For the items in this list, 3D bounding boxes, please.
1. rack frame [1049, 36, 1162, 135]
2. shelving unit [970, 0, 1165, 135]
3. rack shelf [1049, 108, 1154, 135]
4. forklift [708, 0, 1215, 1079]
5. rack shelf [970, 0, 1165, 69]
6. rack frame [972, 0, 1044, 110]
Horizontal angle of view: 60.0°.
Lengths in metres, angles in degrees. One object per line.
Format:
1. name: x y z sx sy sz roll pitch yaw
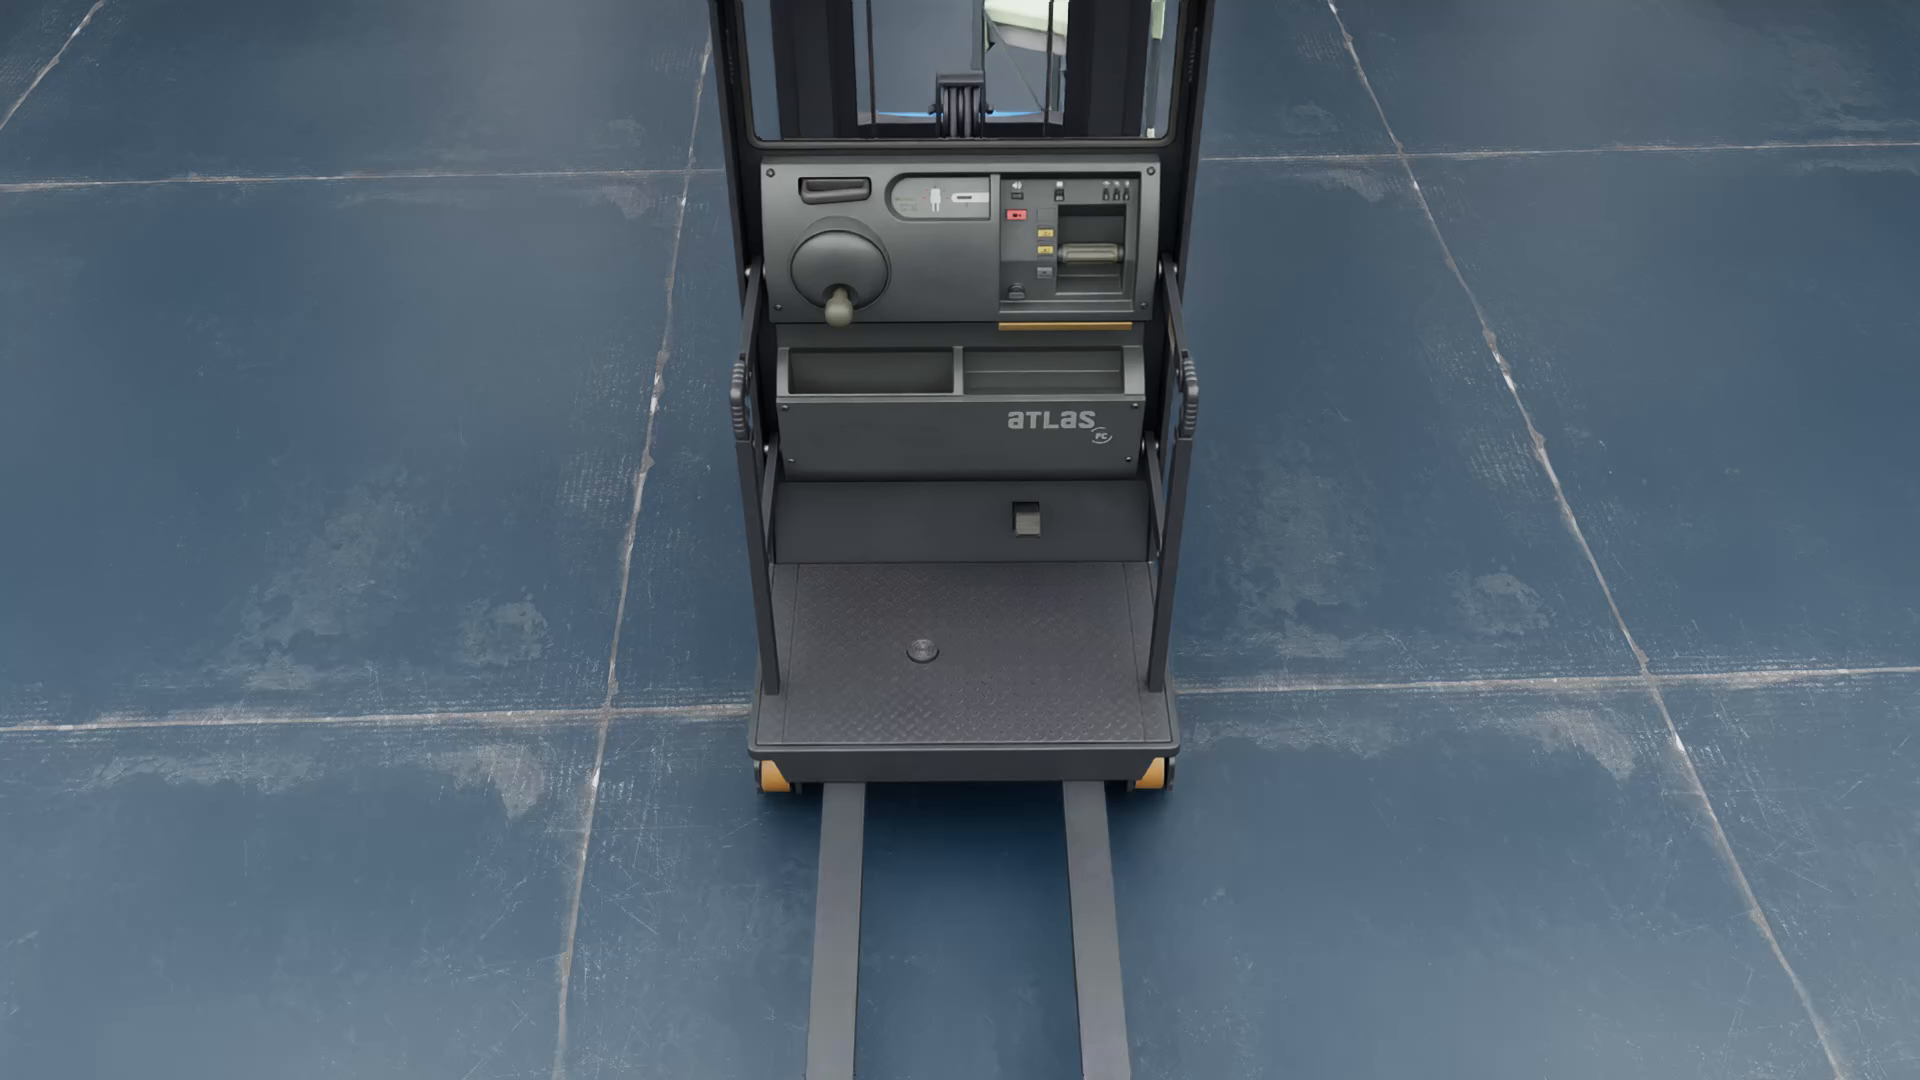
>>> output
1. rack frame: 0.510 -1.641 5.930 0.400 1.500 0.023 16 45 17
2. shelving unit: 0.367 -1.413 5.682 0.431 1.500 0.755 16 45 17
3. rack shelf: 0.367 -1.173 5.902 0.431 0.370 0.720 16 45 17
4. forklift: 0.006 -0.616 3.753 1.130 2.935 3.031 0 43 0
5. rack shelf: 0.367 -1.701 5.418 0.431 0.370 0.720 16 45 17
6. rack frame: 0.224 -1.186 5.434 0.400 1.500 0.023 16 45 17
